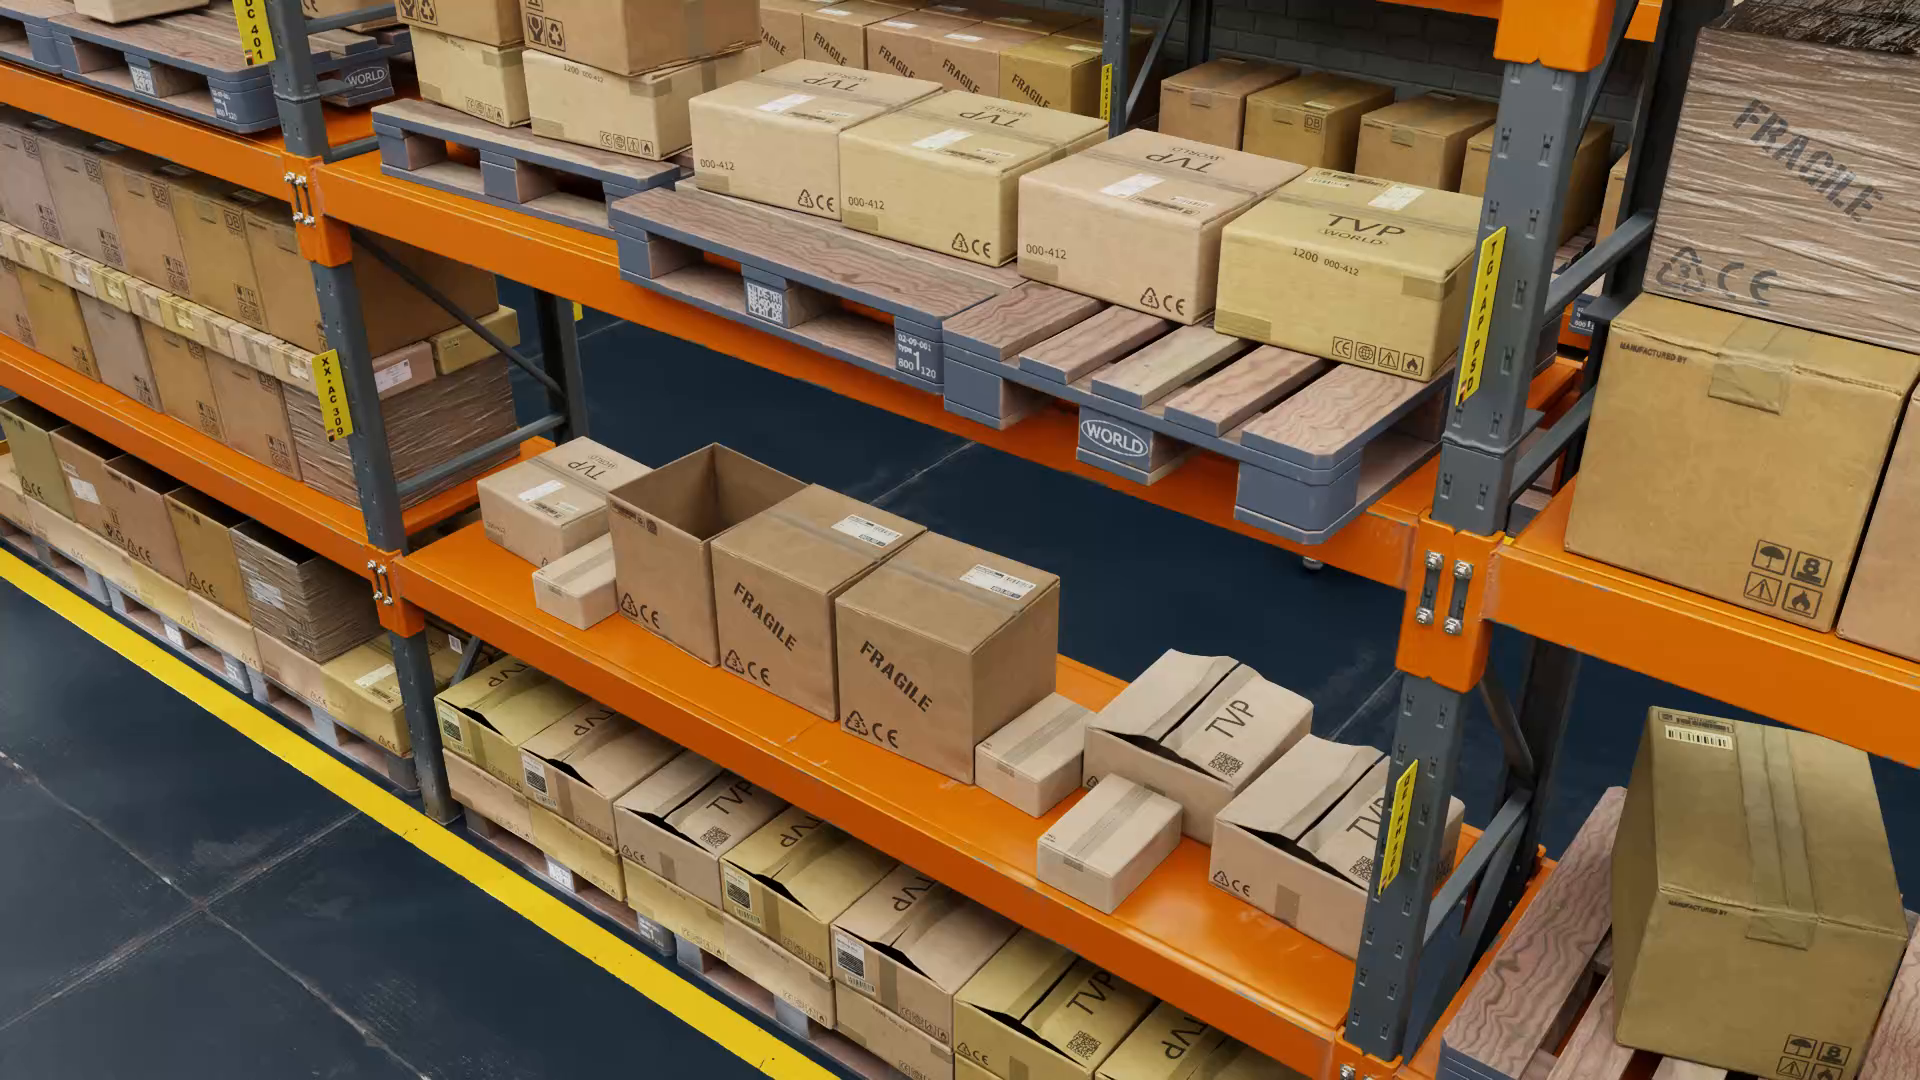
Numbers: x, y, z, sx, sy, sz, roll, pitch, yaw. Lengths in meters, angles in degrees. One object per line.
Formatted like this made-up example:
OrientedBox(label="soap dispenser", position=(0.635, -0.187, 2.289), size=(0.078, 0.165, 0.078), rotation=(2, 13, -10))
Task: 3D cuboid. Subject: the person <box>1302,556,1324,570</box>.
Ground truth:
OrientedBox(label="person", position=(2.001, -0.669, 8.221), size=(0.584, 1.805, 0.538), rotation=(19, 36, 29))
